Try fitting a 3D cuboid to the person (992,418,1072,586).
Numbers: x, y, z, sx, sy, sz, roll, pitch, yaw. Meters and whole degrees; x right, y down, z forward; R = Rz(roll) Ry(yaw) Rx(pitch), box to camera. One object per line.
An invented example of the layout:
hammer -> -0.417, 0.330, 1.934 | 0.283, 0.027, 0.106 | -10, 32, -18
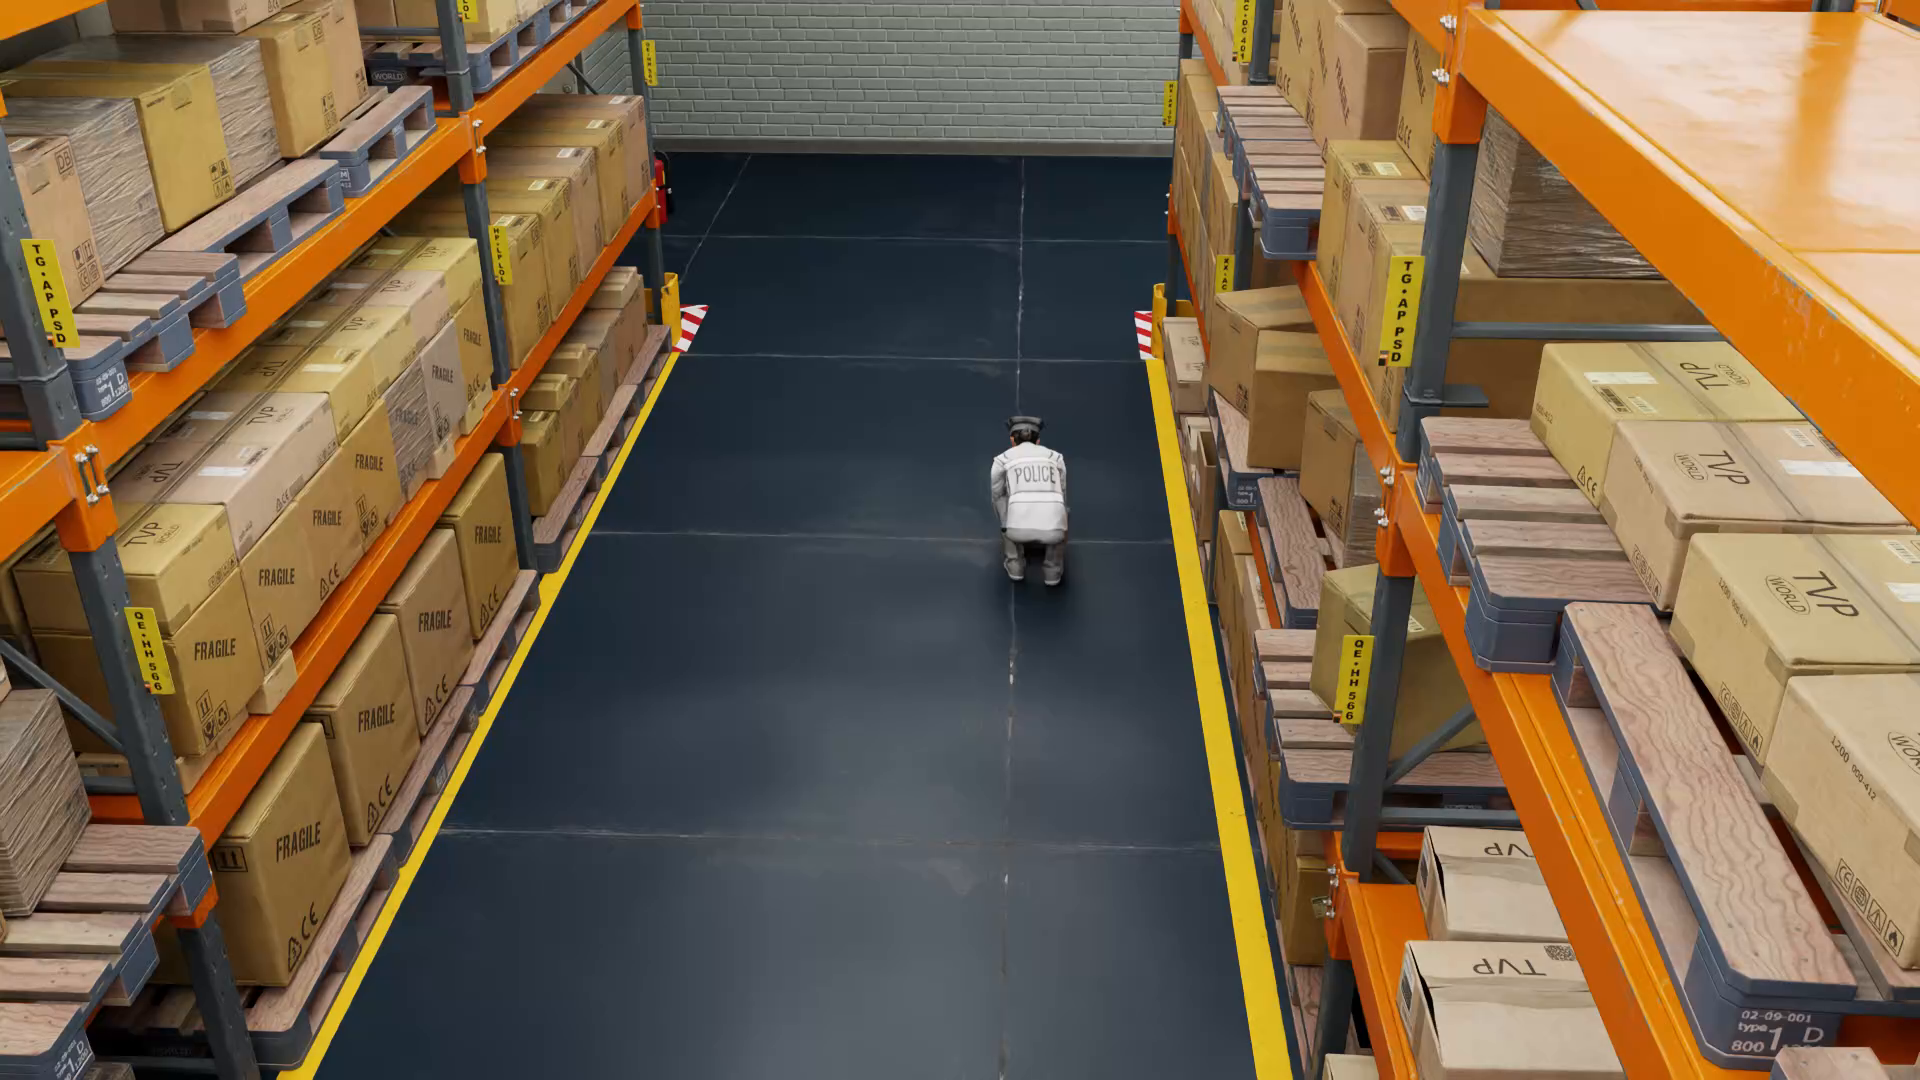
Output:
person -> 0.429, -0.230, 9.909 | 0.482, 0.865, 0.856 | 1, 28, 2
